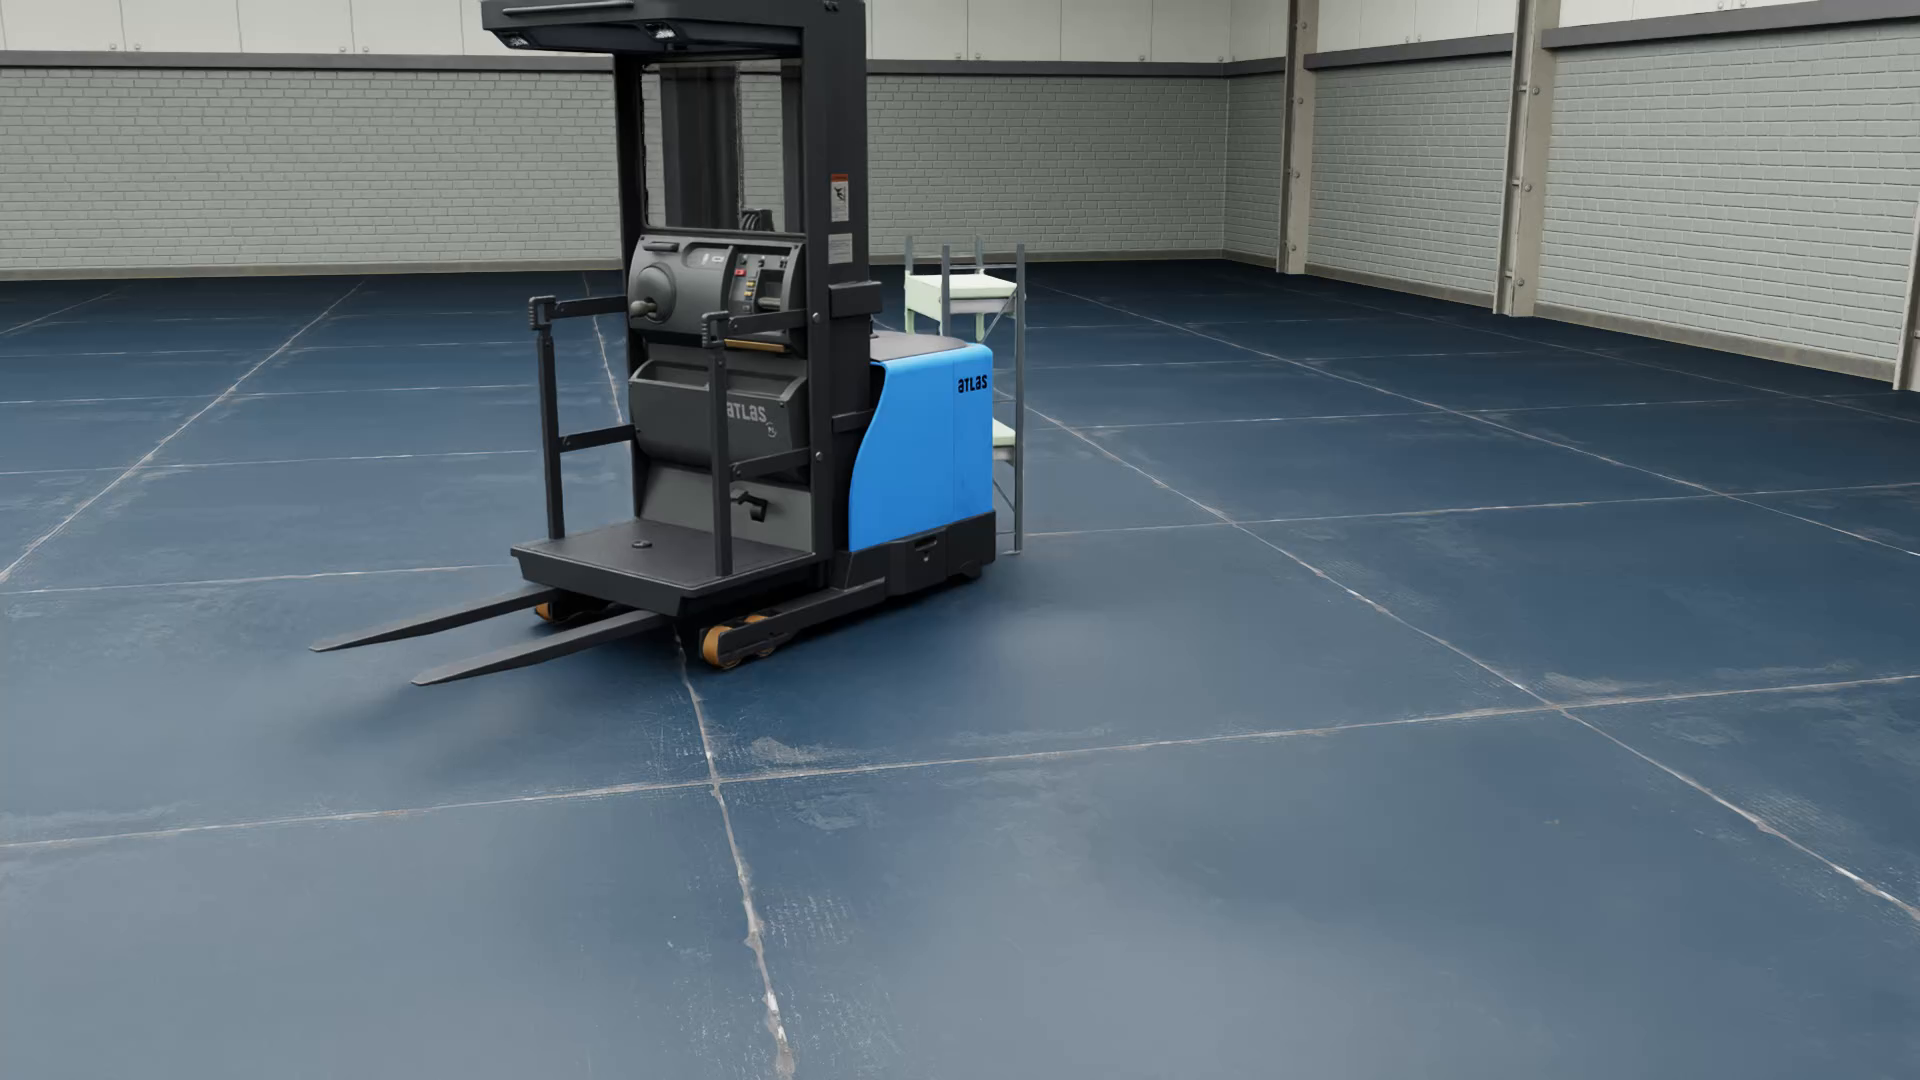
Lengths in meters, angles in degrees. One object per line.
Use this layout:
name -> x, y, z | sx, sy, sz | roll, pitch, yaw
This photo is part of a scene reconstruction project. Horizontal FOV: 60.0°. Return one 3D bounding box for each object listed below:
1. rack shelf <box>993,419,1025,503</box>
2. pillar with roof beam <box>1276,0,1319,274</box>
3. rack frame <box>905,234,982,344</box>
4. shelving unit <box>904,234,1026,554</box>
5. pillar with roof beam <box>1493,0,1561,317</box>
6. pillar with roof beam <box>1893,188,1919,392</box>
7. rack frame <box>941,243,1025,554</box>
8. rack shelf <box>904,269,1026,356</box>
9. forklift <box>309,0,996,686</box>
rack shelf -> 0.014, -0.421, 8.364 | 0.431, 0.370, 0.720 | -4, 14, -15
pillar with roof beam -> 0.713, -8.082, 22.547 | 9.100, 9.000, 0.400 | -3, 14, -13
rack frame -> -0.082, -0.822, 8.630 | 0.400, 1.500, 0.023 | -4, 14, -15
shelving unit -> 0.014, -0.738, 8.287 | 0.431, 1.500, 0.755 | -4, 14, -15
pillar with roof beam -> 2.122, -6.698, 16.881 | 9.100, 9.000, 0.400 | -3, 14, -13
pillar with roof beam -> 3.531, -5.314, 11.215 | 9.100, 9.000, 0.400 | -3, 14, -13
rack frame -> 0.110, -0.654, 7.943 | 0.400, 1.500, 0.023 | -4, 14, -15
rack shelf -> 0.014, -1.117, 8.194 | 0.431, 0.370, 0.720 | -4, 14, -15
forklift -> -1.131, -1.060, 6.589 | 1.130, 2.935, 3.031 | 10, 17, 36
